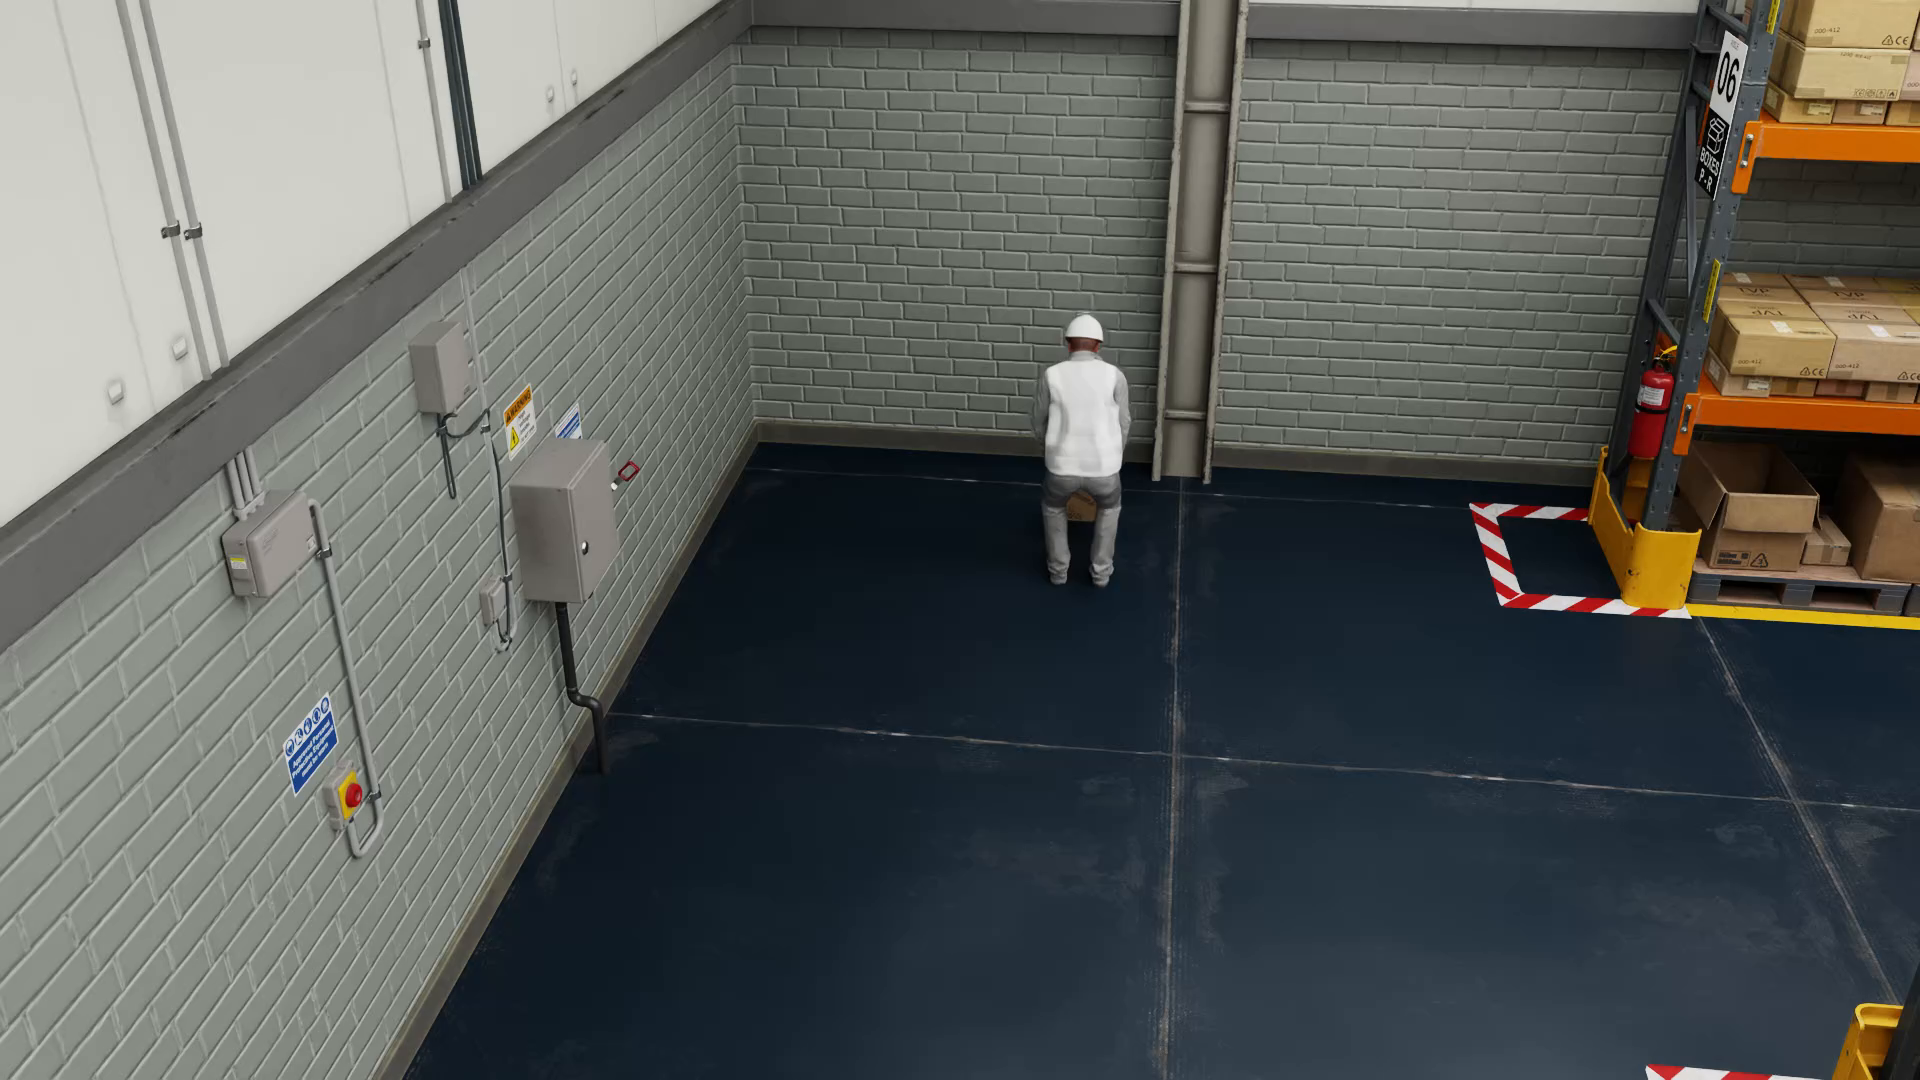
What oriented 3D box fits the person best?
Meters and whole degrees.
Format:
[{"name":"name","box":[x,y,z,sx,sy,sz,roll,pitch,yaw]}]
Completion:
[{"name":"person","box":[0.694,-0.495,9.728,0.586,1.584,0.649,4,28,7]}]
